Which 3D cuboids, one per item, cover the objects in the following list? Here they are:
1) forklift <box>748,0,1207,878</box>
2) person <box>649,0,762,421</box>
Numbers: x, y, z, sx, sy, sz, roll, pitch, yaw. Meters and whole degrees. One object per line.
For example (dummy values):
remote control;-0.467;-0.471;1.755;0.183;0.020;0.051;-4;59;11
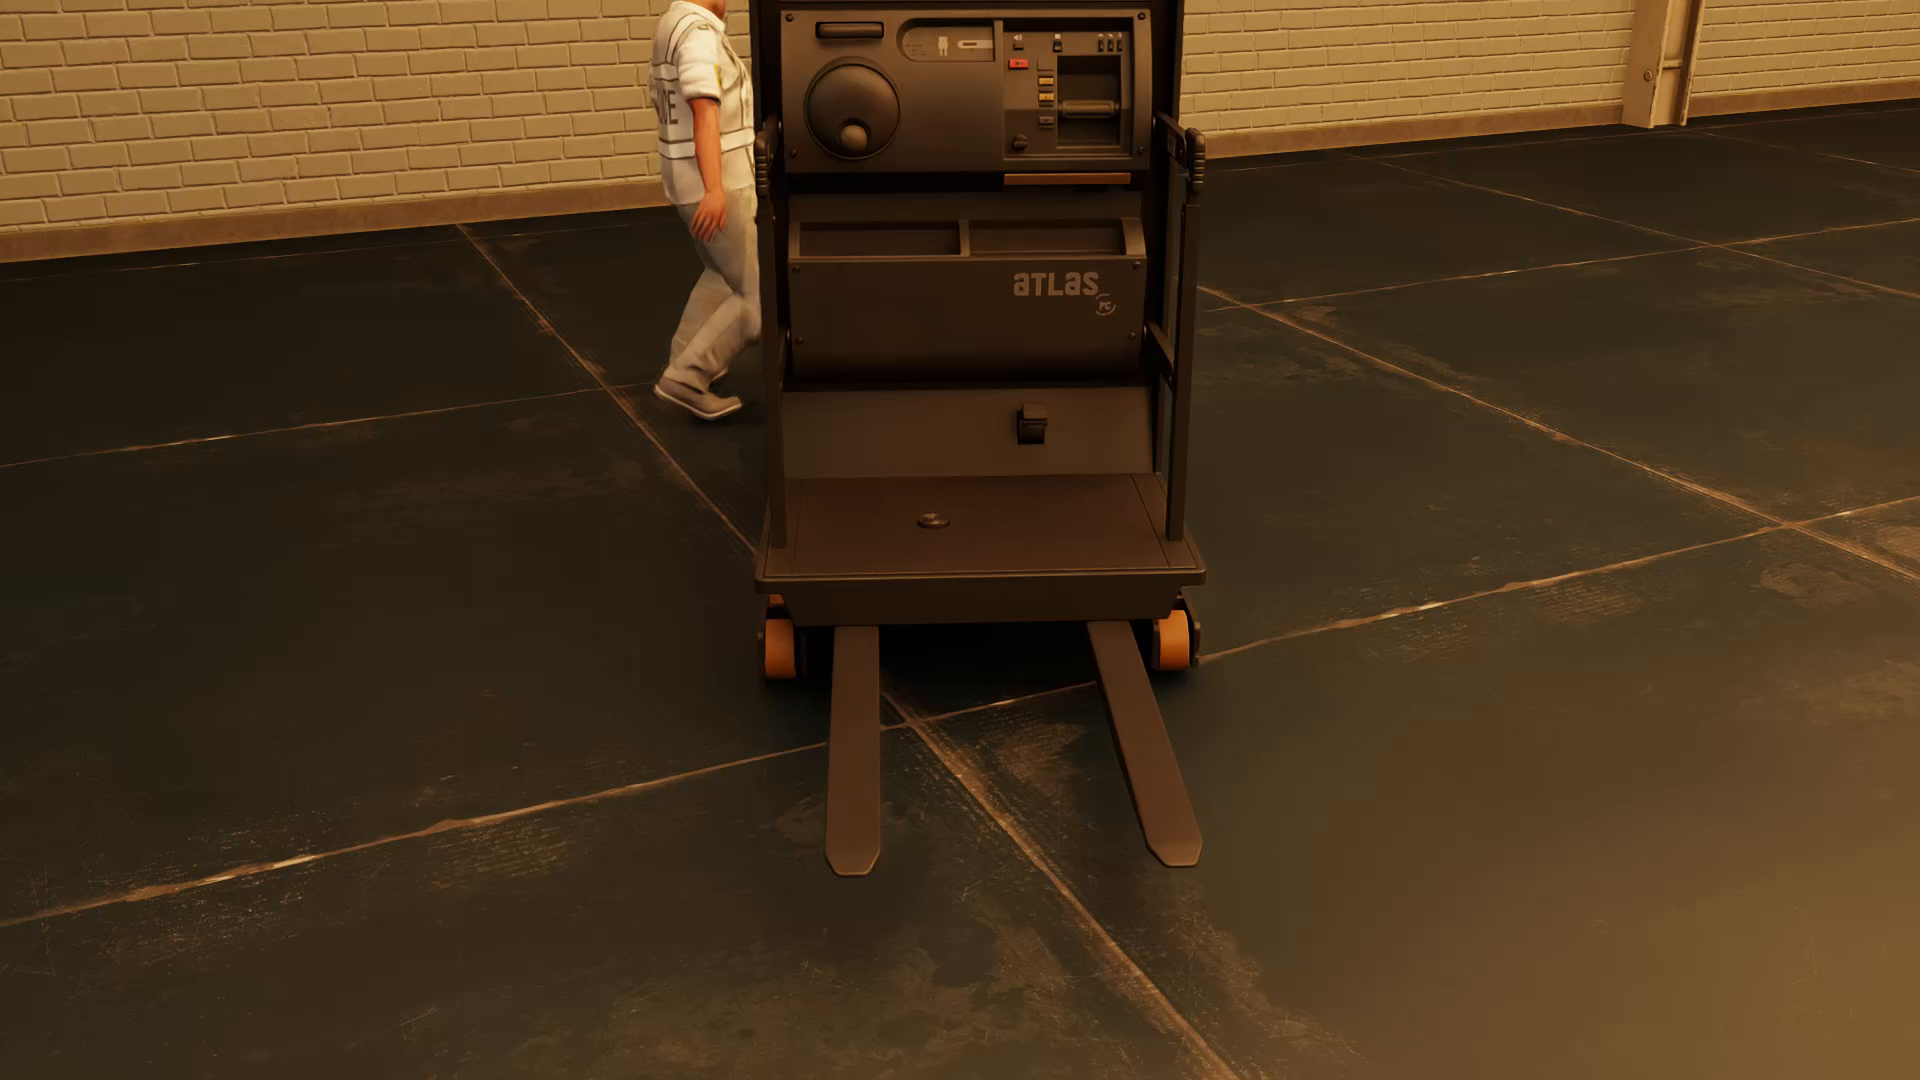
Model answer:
forklift;0.030;-1.120;3.982;1.130;2.935;3.031;-1;23;-3
person;-0.934;-1.281;6.039;0.505;1.667;0.897;-8;24;-17
